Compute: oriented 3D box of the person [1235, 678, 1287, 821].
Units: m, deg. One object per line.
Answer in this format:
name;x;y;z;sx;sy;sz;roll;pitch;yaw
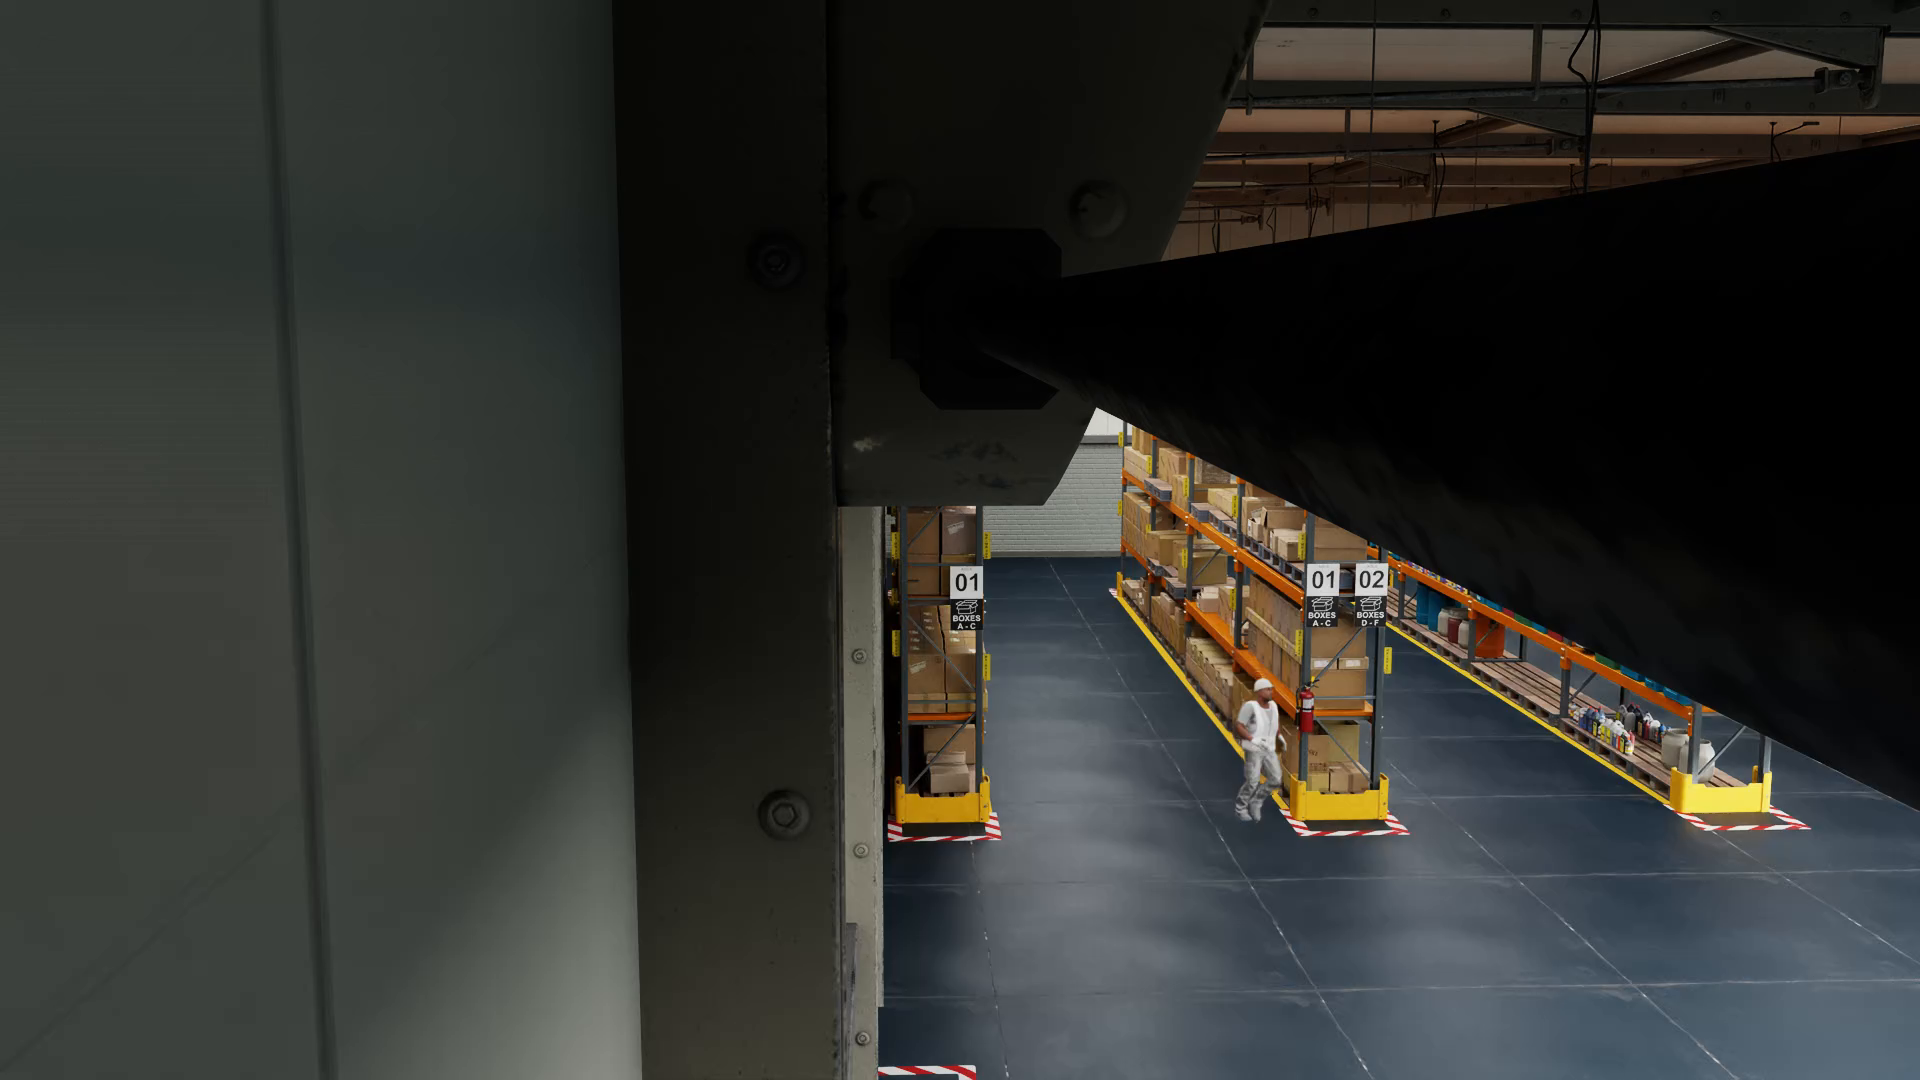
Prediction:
person;3.663;2.546;20.093;0.742;1.727;0.566;-5;9;-30
